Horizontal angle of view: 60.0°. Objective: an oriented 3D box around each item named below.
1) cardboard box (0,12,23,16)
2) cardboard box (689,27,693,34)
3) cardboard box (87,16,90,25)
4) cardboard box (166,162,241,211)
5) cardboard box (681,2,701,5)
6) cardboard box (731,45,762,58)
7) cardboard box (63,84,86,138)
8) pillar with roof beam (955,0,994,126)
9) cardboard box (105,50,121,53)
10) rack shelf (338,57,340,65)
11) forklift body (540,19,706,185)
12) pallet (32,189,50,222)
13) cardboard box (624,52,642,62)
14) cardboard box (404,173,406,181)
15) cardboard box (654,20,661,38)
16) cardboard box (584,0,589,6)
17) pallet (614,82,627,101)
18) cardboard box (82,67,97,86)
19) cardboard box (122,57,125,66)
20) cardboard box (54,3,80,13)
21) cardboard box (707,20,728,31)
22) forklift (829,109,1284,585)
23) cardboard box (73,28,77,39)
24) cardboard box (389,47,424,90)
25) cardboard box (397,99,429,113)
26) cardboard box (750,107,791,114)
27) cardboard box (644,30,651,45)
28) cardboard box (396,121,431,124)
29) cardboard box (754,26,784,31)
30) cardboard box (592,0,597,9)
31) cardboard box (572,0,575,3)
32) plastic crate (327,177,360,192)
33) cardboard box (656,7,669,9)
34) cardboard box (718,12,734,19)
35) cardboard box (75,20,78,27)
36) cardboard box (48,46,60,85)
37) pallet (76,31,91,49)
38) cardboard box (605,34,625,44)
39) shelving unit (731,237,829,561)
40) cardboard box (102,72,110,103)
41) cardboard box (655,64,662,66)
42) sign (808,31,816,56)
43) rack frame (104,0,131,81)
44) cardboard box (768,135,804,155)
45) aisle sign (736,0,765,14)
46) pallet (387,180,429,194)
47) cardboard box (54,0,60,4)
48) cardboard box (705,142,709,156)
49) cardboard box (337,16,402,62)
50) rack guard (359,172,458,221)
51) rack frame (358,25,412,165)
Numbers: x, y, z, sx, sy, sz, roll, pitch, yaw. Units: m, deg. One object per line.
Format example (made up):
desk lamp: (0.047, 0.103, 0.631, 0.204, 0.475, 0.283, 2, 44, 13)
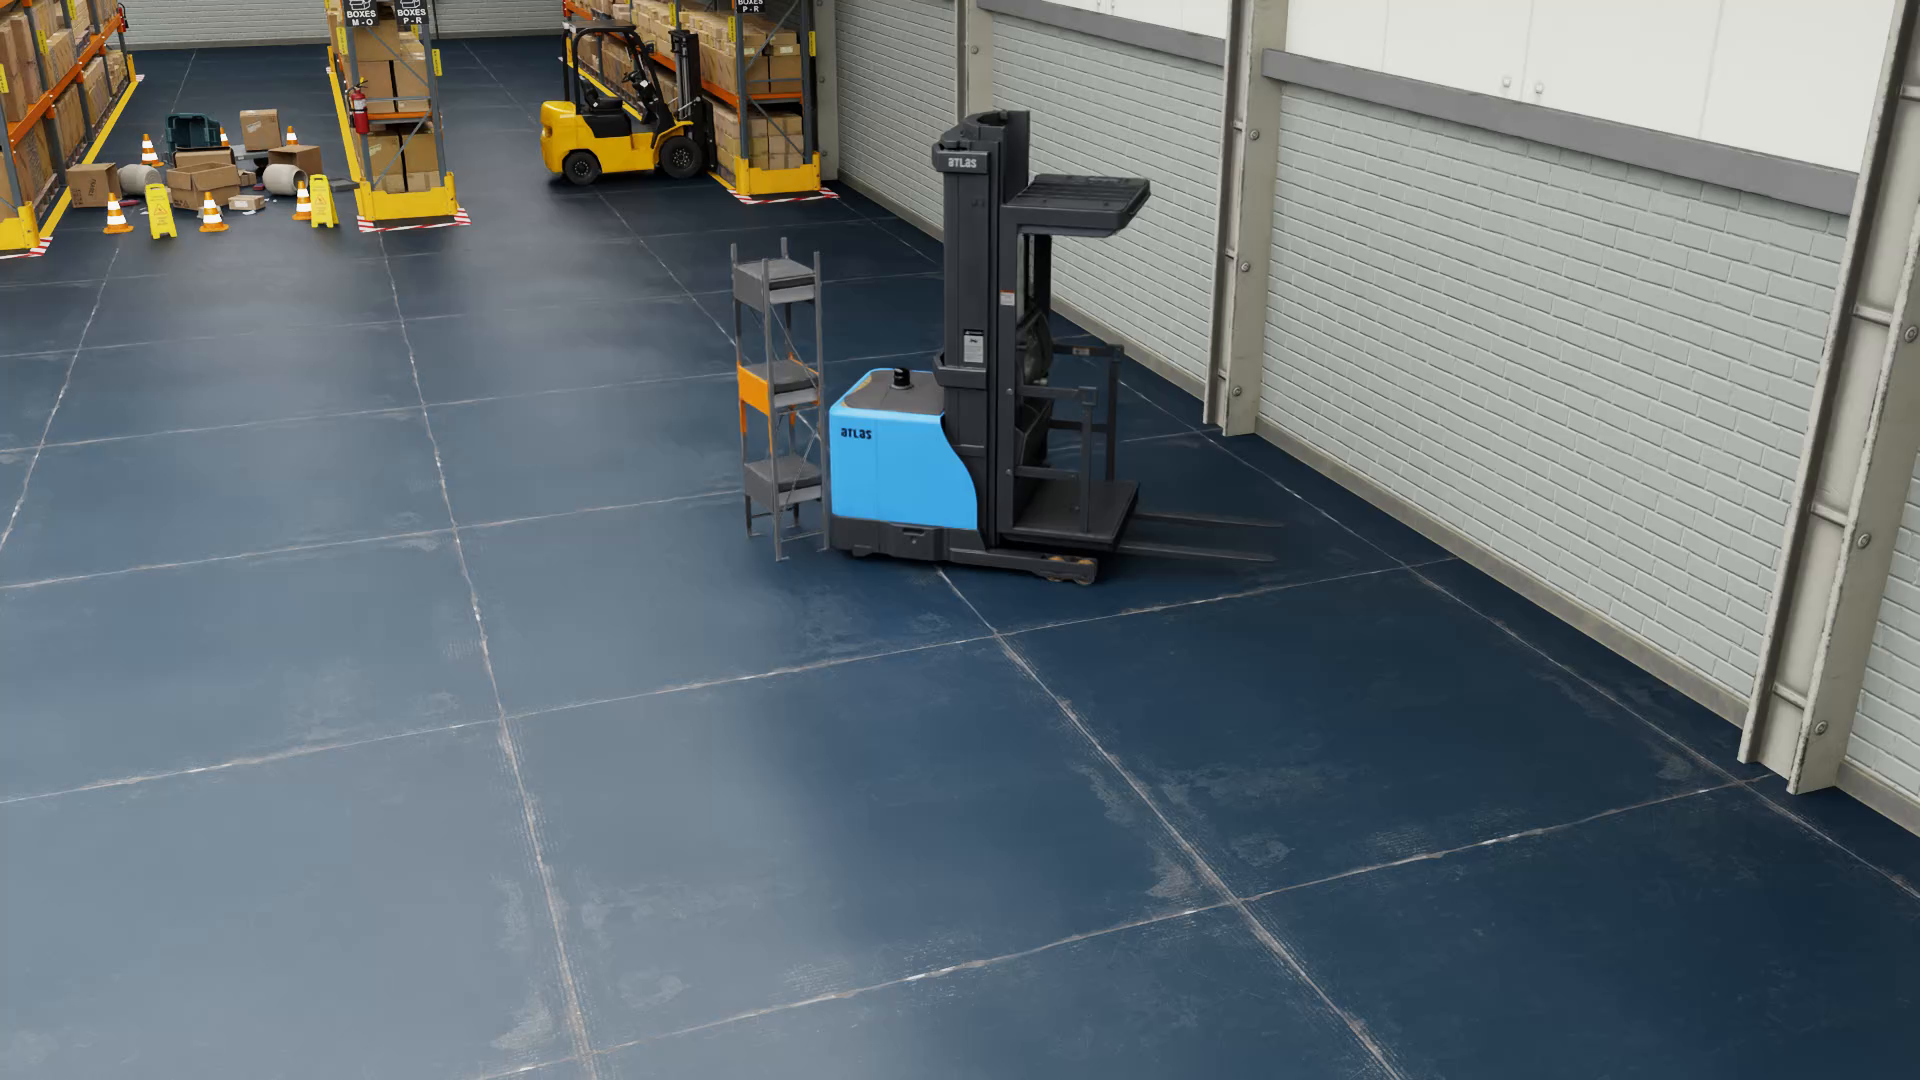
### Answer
cardboard box: (-13.113, -6.800, 22.439, 0.875, 0.550, 0.550, -8, 24, -19)
cardboard box: (-3.879, -7.679, 25.144, 0.380, 0.149, 0.250, -8, 24, -18)
cardboard box: (-15.712, -9.240, 29.593, 0.380, 0.149, 0.250, -9, 24, -20)
cardboard box: (-10.192, -4.775, 22.432, 0.637, 0.503, 0.797, 12, 26, 27)
cardboard box: (-4.699, -9.217, 28.792, 0.380, 0.149, 0.250, -9, 24, -20)
cardboard box: (-2.946, -6.750, 22.939, 0.380, 0.149, 0.250, -8, 24, -18)
cardboard box: (-14.494, -6.749, 26.257, 1.050, 0.750, 0.750, -9, 24, -20)
pillar with roof beam: (-3.872, -6.688, 16.031, 9.100, 9.000, 0.400, -8, 24, -19)
cardboard box: (-17.027, -9.729, 33.335, 0.380, 0.149, 0.250, -8, 24, -18)
rack shelf: (-10.736, -8.937, 30.018, 1.077, 0.370, 4.000, -8, 24, -19)
forklift body: (-4.938, -6.365, 24.082, 2.313, 2.155, 1.214, -8, 24, -19)
pallet: (-12.581, -4.356, 21.814, 1.003, 0.211, 1.213, -8, 24, -19)
cardboard box: (-6.115, -9.099, 31.318, 0.380, 0.149, 0.250, -9, 24, -20)
cardboard box: (-7.403, -5.079, 22.938, 0.500, 0.250, 0.500, -7, 24, -17)
cardboard box: (-4.750, -8.448, 27.481, 0.500, 0.250, 0.500, -8, 24, -18)
cardboard box: (-7.399, -11.077, 33.979, 0.500, 0.250, 0.500, -8, 24, -19)
pallet: (-6.043, -8.658, 32.021, 1.003, 0.211, 1.213, -8, 24, -19)
cardboard box: (-14.984, -7.863, 28.255, 0.500, 0.250, 0.500, -8, 24, -19)
cardboard box: (-16.997, -9.597, 33.404, 0.380, 0.149, 0.250, -9, 24, -20)
cardboard box: (-15.351, -9.135, 28.579, 0.380, 0.149, 0.250, -9, 25, -21)
cardboard box: (-3.505, -7.551, 24.456, 0.380, 0.149, 0.250, -8, 24, -19)
forklift: (0.682, -1.279, 11.012, 3.031, 2.935, 1.130, 6, 24, 13)
cardboard box: (-14.881, -8.387, 27.570, 0.380, 0.149, 0.250, -7, 24, -17)
cardboard box: (-7.478, -6.401, 22.563, 0.500, 0.500, 0.500, -9, 24, -20)
cardboard box: (-7.130, -5.671, 21.666, 0.380, 0.149, 0.250, -8, 24, -19)
cardboard box: (-2.734, -6.086, 24.040, 0.500, 0.250, 0.500, -8, 24, -19)
cardboard box: (-5.097, -8.591, 28.463, 0.500, 0.250, 0.500, -9, 25, -21)
cardboard box: (-7.597, -5.619, 23.254, 0.500, 0.500, 0.500, -8, 24, -18)
cardboard box: (-2.721, -7.236, 23.710, 0.380, 0.149, 0.250, -8, 24, -19)
cardboard box: (-6.838, -10.711, 32.631, 0.700, 0.500, 0.500, -8, 24, -18)
cardboard box: (-8.221, -11.772, 36.142, 0.380, 0.149, 0.250, -8, 24, -18)
plastic crate: (-8.829, -5.060, 23.652, 0.402, 0.080, 0.583, -18, 29, -37)
cardboard box: (-4.902, -8.864, 27.955, 0.380, 0.149, 0.250, -8, 24, -19)
cardboard box: (-3.529, -8.081, 25.715, 0.380, 0.149, 0.250, -9, 24, -20)
cardboard box: (-15.064, -8.712, 27.957, 0.380, 0.149, 0.250, -9, 24, -19)
cardboard box: (-13.325, -6.830, 23.964, 0.500, 0.500, 0.500, -8, 24, -19)
pallet: (-15.362, -8.451, 28.186, 1.003, 0.211, 1.213, -8, 24, -19)
cardboard box: (-6.786, -9.901, 32.837, 0.380, 0.149, 0.250, -10, 25, -22)
shelving unit: (-1.212, -0.944, 11.286, 0.431, 2.100, 0.503, -13, 26, -28)
cardboard box: (-15.540, -8.087, 29.752, 0.500, 0.500, 0.500, -9, 24, -20)
cardboard box: (-5.429, -8.638, 31.061, 0.500, 0.500, 0.500, -8, 24, -19)
sign: (-2.040, -6.827, 22.868, 0.100, 0.325, 0.005, -8, 24, -19)
rack frame: (-17.451, -10.733, 33.352, 1.000, 3.000, 0.127, -8, 24, -19)
cardboard box: (-2.533, -5.674, 23.705, 0.500, 0.250, 0.500, -8, 24, -18)
aisle sign: (-2.812, -7.451, 22.219, 0.394, 0.787, 0.004, -8, 24, -19)
pallet: (-7.484, -4.678, 22.576, 1.003, 0.211, 1.213, -8, 24, -19)
cardboard box: (-16.473, -9.599, 30.152, 0.500, 0.500, 0.500, -8, 24, -19)
cardboard box: (-3.562, -5.922, 24.938, 0.500, 0.250, 0.500, -8, 24, -17)
cardboard box: (-7.588, -6.435, 21.355, 0.700, 0.500, 0.500, -9, 24, -20)
rack guard: (-7.230, -4.511, 21.808, 1.175, 0.500, 0.348, -8, 24, -19)
rack frame: (-8.616, -7.088, 24.706, 1.000, 3.000, 0.127, -8, 24, -19)
